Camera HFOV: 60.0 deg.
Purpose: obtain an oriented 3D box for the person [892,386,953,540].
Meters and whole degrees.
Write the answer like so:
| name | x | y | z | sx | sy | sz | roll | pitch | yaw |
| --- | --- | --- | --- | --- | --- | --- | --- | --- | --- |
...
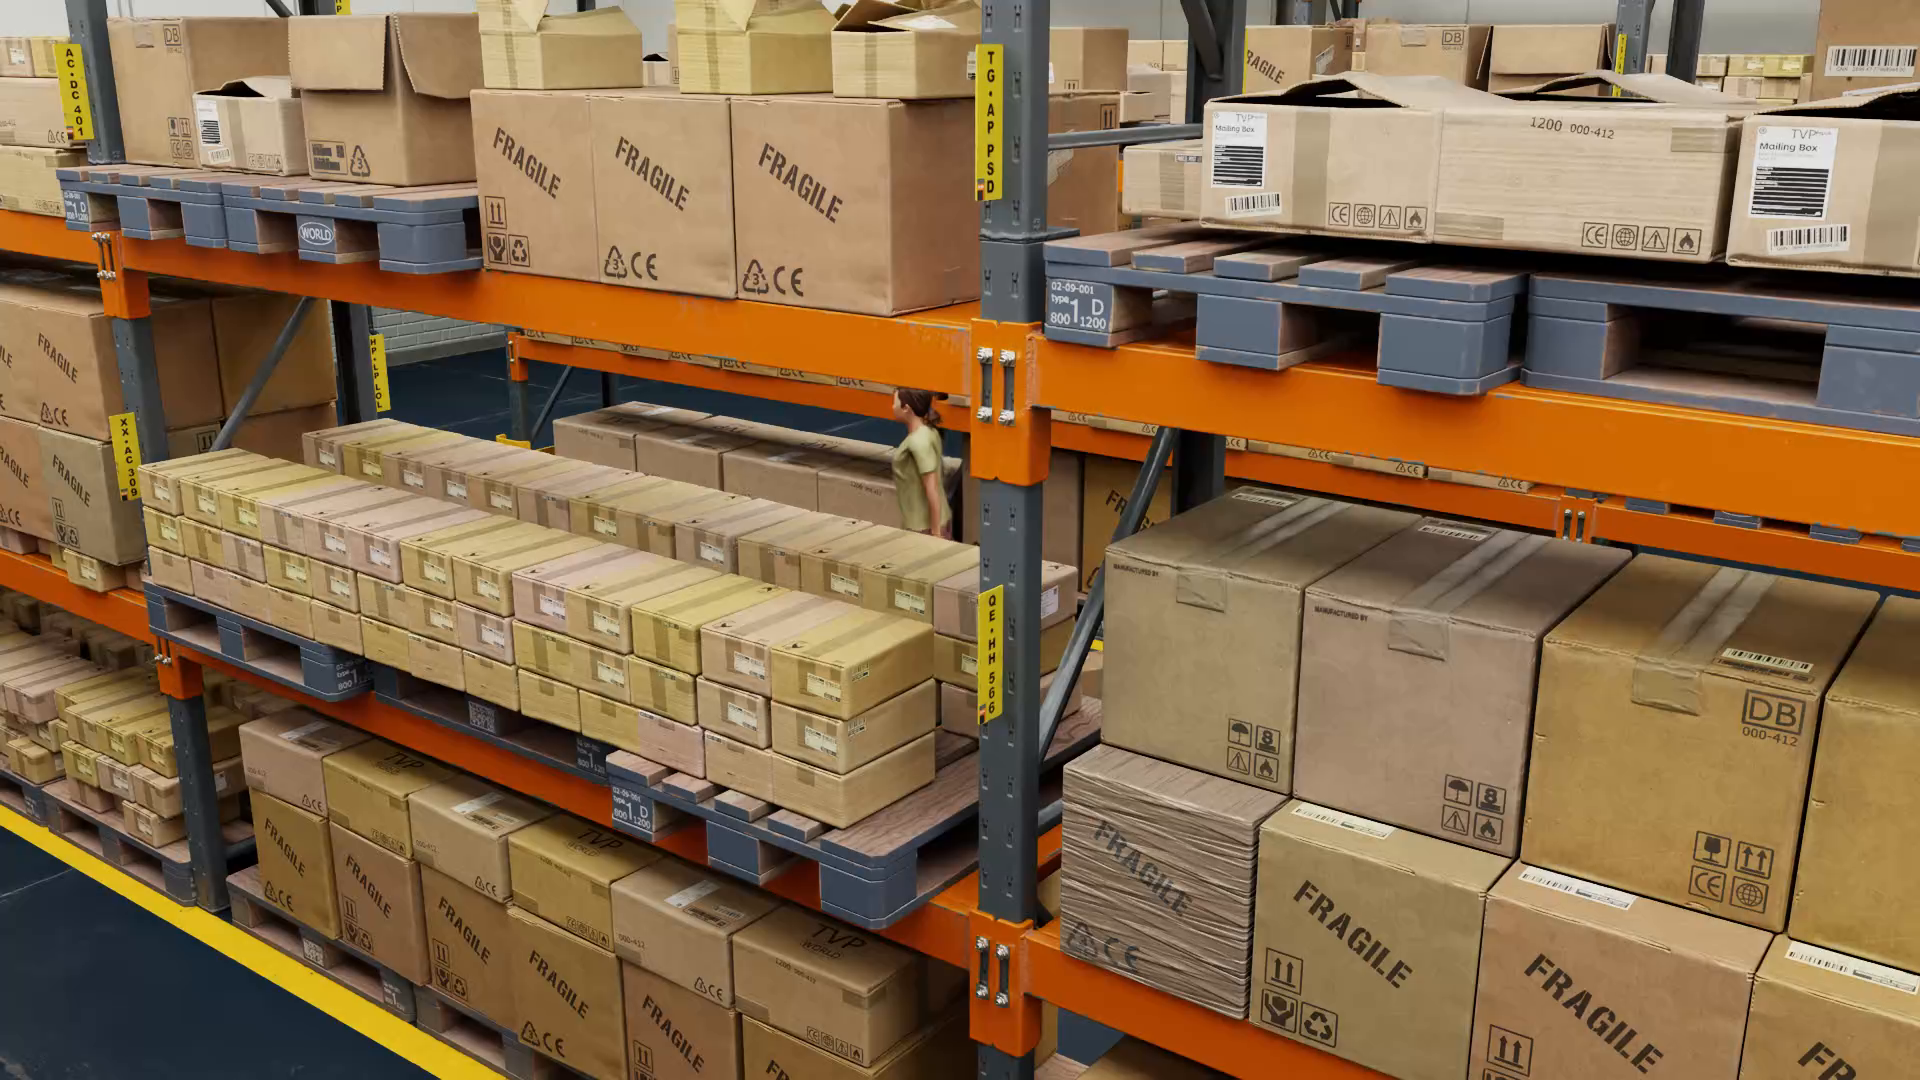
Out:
| name | x | y | z | sx | sy | sz | roll | pitch | yaw |
| --- | --- | --- | --- | --- | --- | --- | --- | --- | --- |
| person | -0.194 | -0.067 | 9.220 | 0.470 | 1.655 | 0.495 | 3 | 17 | 10 |
